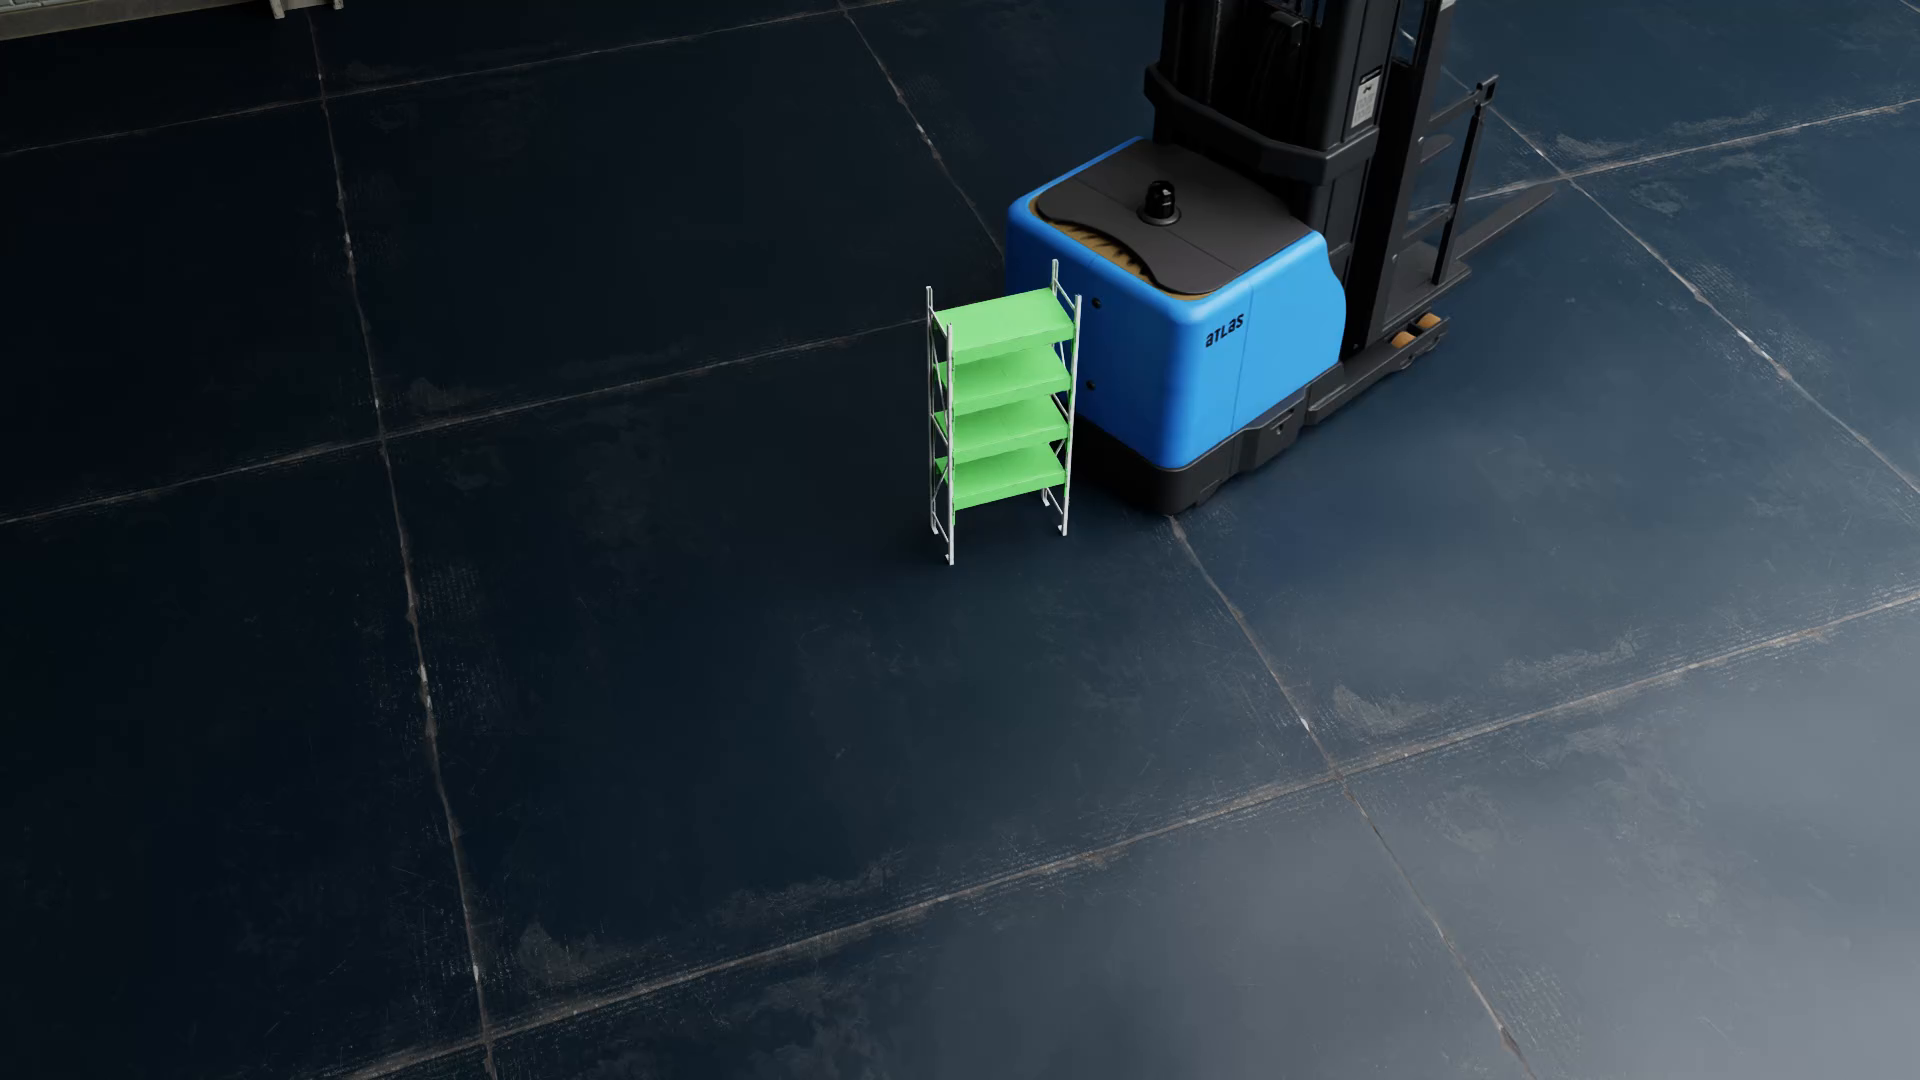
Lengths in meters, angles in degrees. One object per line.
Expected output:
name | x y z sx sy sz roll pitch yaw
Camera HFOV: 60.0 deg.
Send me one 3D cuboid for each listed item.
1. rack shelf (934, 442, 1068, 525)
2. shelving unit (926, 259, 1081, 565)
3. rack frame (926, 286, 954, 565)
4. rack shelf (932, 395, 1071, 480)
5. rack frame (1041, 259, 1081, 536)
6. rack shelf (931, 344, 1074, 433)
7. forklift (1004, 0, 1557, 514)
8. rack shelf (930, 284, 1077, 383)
rack shelf | 0.156 -0.249 6.580 0.480 0.148 0.258 -14 47 -14
shelving unit | 0.156 -0.463 6.365 0.503 1.200 0.258 -14 47 -14
rack frame | -0.074 -0.405 6.306 0.015 1.200 0.240 -14 47 -14
rack shelf | 0.156 -0.418 6.410 0.480 0.148 0.258 -14 47 -14
rack frame | 0.385 -0.522 6.423 0.015 1.200 0.240 -14 47 -14
rack shelf | 0.156 -0.588 6.240 0.480 0.148 0.258 -14 47 -14
forklift | 1.592 -2.055 6.729 3.031 2.935 1.130 -33 54 -29
rack shelf | 0.156 -0.757 6.070 0.480 0.148 0.258 -14 47 -14
